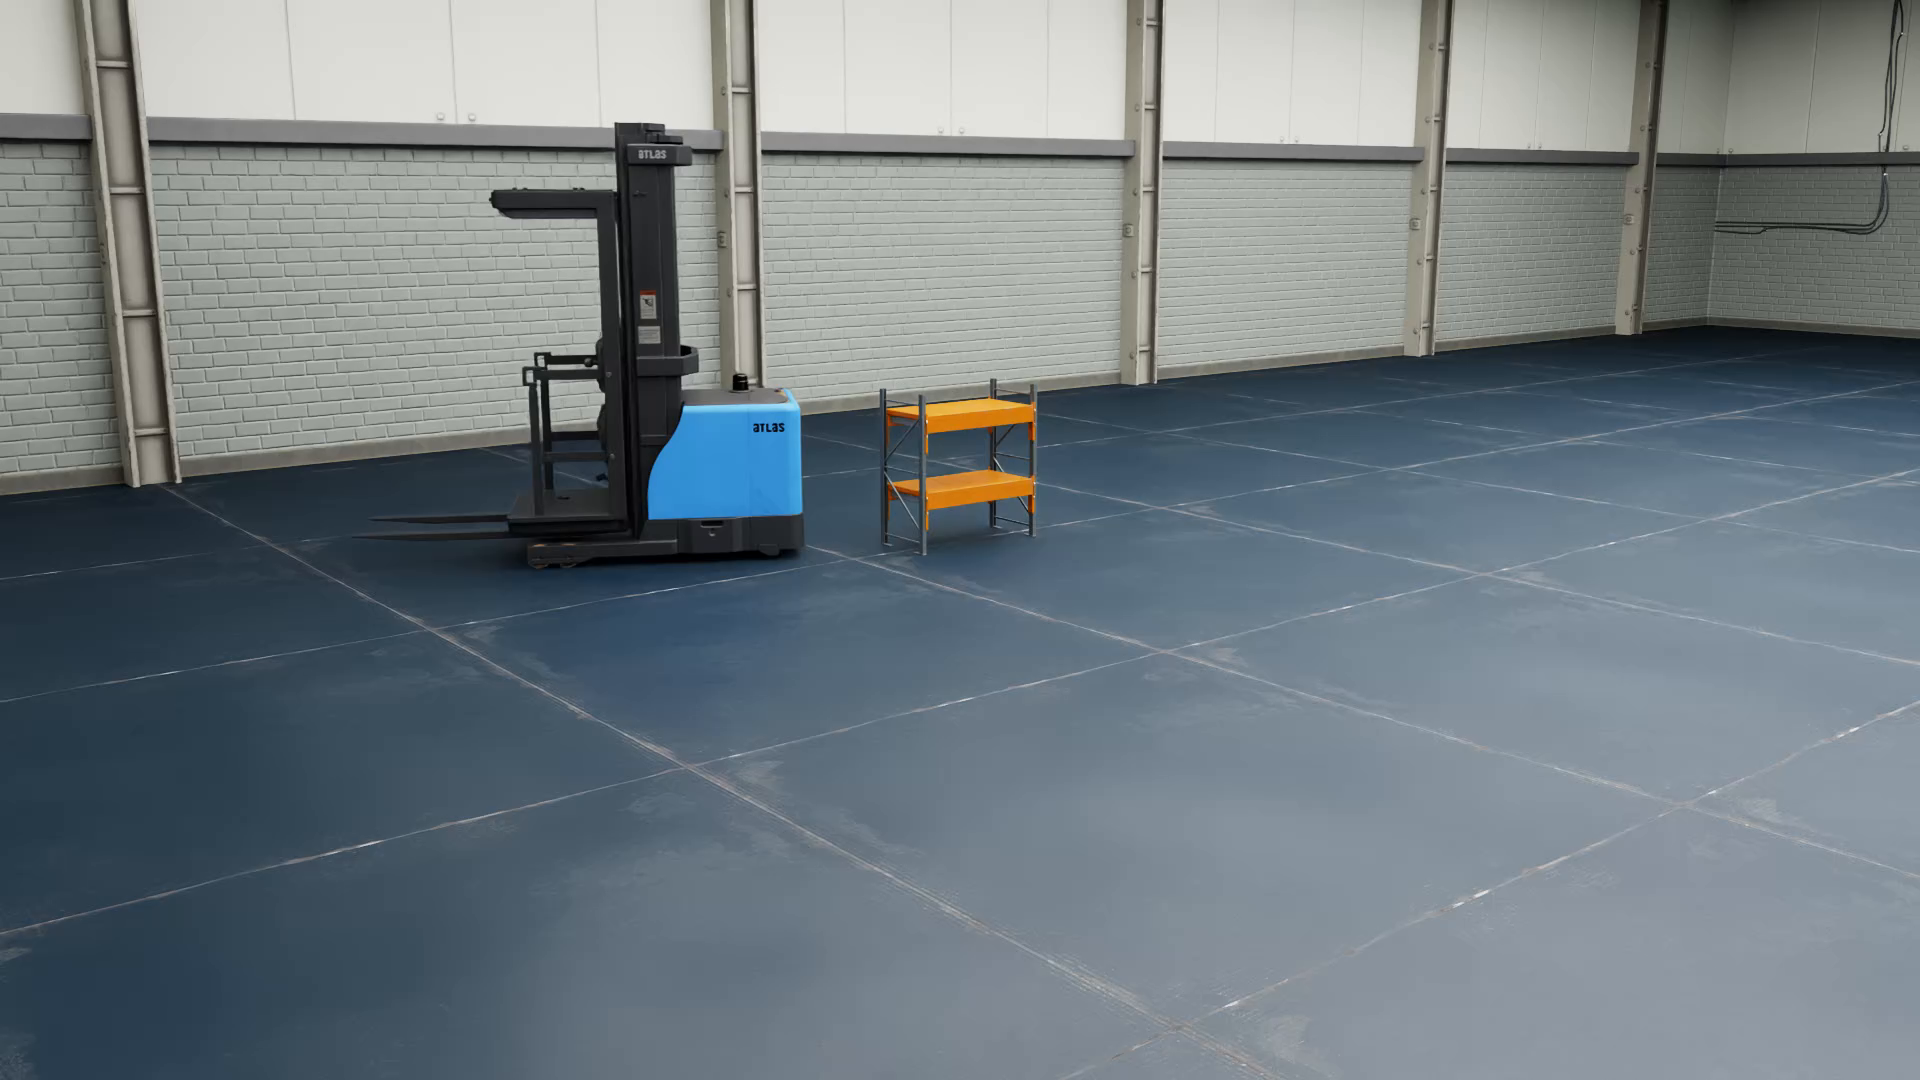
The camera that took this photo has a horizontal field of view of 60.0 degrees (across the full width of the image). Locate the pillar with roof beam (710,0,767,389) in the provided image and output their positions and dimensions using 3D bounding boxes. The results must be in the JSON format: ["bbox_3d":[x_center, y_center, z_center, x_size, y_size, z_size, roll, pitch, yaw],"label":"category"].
[{"bbox_3d":[0.343,-4.984,13.937,0.400,9.000,9.100,-9,15,-38],"label":"pillar with roof beam"}]

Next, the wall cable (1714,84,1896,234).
[{"bbox_3d":[14.836,-6.667,29.337,0.112,2.526,3.097,-9,15,-38],"label":"wall cable"}]

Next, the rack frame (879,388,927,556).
[{"bbox_3d":[-0.402,-0.483,11.697,0.032,1.125,0.500,-9,15,-38],"label":"rack frame"}]

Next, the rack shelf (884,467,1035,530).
[{"bbox_3d":[-0.005,-0.310,12.059,1.000,0.278,0.538,-9,15,-38],"label":"rack shelf"}]

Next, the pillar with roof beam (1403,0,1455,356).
[{"bbox_3d":[9.713,-6.541,21.270,0.400,9.000,9.100,-9,15,-38],"label":"pillar with roof beam"}]

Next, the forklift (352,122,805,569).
[{"bbox_3d":[-2.648,-1.358,11.469,3.031,2.935,1.130,-2,12,-9],"label":"forklift"}]

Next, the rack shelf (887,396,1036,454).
[{"bbox_3d":[-0.005,-0.836,11.947,1.000,0.278,0.538,-9,15,-38],"label":"rack shelf"}]

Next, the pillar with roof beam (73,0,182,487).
[{"bbox_3d":[-4.342,-4.206,10.270,0.400,9.000,9.100,-9,15,-38],"label":"pillar with roof beam"}]

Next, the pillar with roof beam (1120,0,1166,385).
[{"bbox_3d":[5.028,-5.763,17.603,0.400,9.000,9.100,-9,15,-38],"label":"pillar with roof beam"}]

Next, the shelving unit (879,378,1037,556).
[{"bbox_3d":[-0.005,-0.549,12.008,1.048,1.125,0.538,-9,15,-38],"label":"shelving unit"}]

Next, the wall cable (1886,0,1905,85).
[{"bbox_3d":[16.526,-8.699,26.746,0.112,2.526,3.097,-9,15,-38],"label":"wall cable"}]

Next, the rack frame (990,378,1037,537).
[{"bbox_3d":[0.392,-0.615,12.318,0.032,1.125,0.500,-9,15,-38],"label":"rack frame"}]

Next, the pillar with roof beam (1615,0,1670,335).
[{"bbox_3d":[14.399,-7.320,24.936,0.400,9.000,9.100,-9,15,-38],"label":"pillar with roof beam"}]
